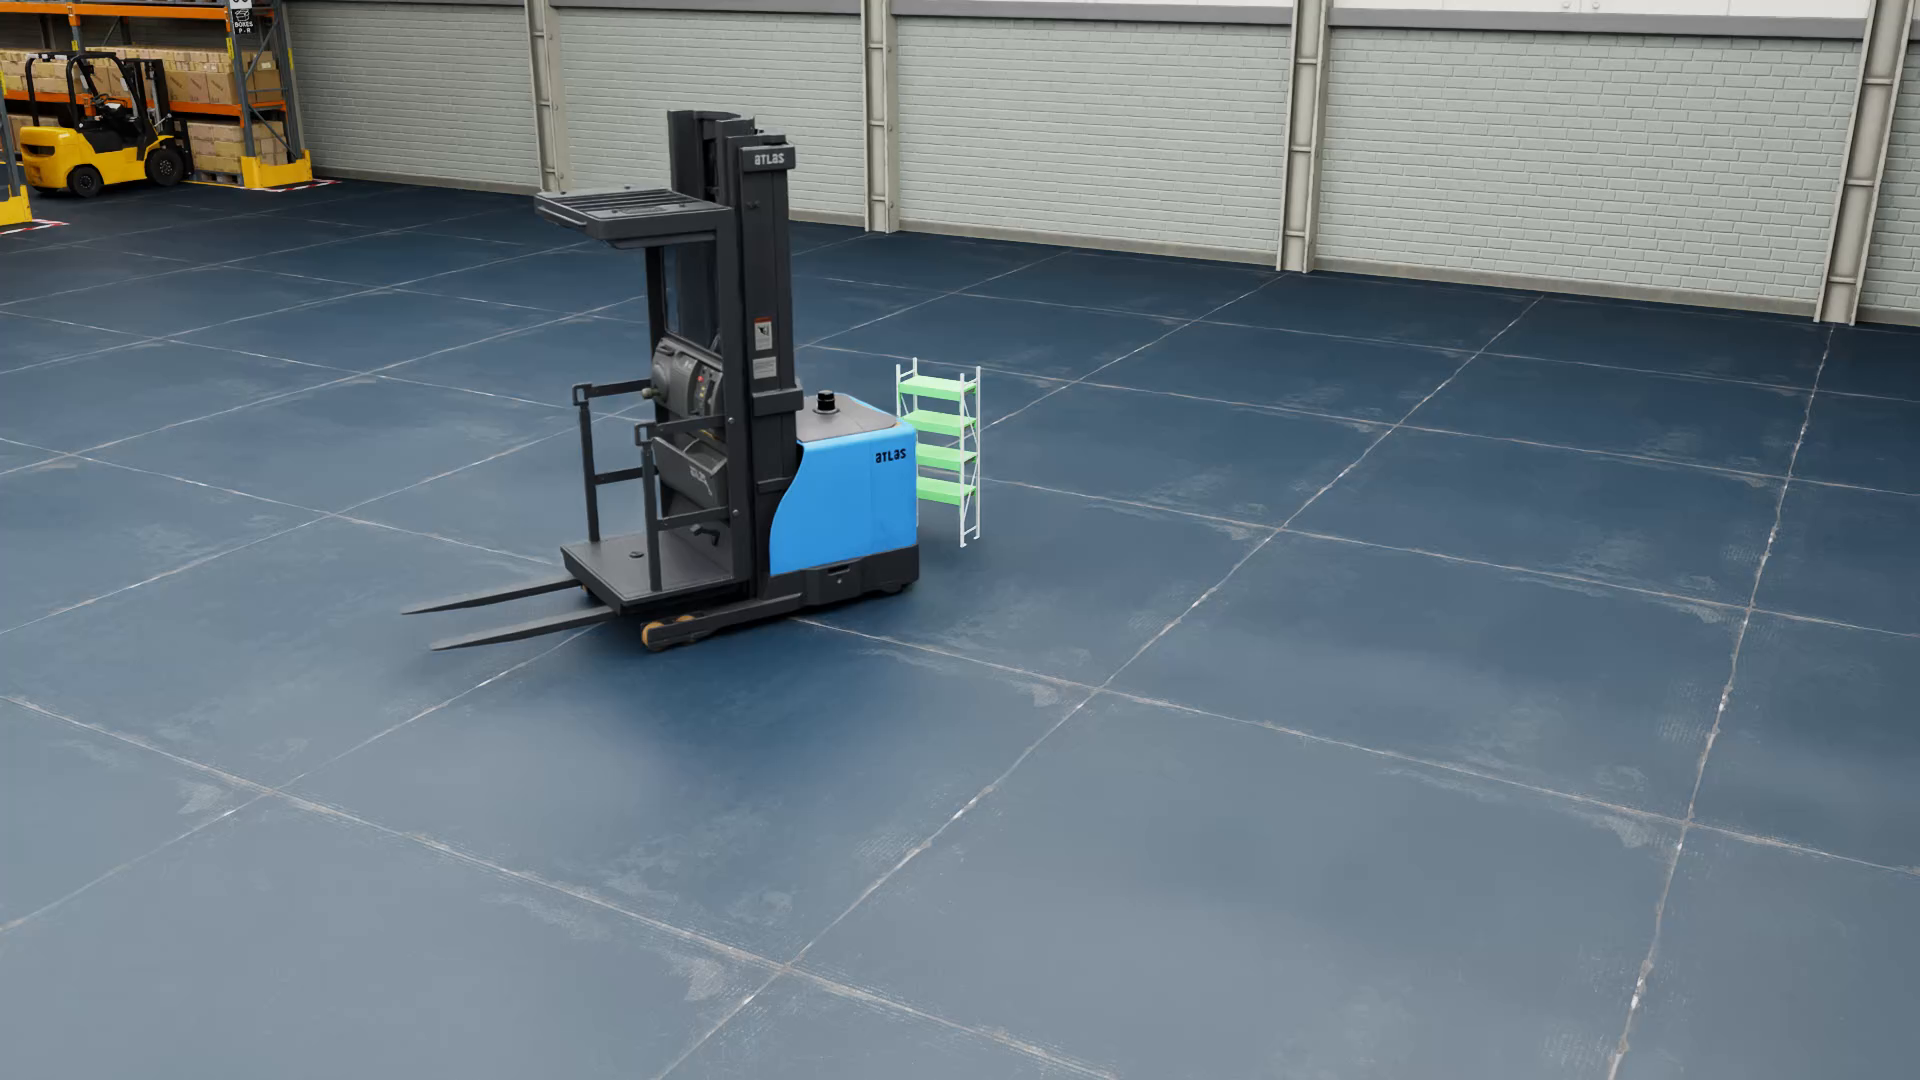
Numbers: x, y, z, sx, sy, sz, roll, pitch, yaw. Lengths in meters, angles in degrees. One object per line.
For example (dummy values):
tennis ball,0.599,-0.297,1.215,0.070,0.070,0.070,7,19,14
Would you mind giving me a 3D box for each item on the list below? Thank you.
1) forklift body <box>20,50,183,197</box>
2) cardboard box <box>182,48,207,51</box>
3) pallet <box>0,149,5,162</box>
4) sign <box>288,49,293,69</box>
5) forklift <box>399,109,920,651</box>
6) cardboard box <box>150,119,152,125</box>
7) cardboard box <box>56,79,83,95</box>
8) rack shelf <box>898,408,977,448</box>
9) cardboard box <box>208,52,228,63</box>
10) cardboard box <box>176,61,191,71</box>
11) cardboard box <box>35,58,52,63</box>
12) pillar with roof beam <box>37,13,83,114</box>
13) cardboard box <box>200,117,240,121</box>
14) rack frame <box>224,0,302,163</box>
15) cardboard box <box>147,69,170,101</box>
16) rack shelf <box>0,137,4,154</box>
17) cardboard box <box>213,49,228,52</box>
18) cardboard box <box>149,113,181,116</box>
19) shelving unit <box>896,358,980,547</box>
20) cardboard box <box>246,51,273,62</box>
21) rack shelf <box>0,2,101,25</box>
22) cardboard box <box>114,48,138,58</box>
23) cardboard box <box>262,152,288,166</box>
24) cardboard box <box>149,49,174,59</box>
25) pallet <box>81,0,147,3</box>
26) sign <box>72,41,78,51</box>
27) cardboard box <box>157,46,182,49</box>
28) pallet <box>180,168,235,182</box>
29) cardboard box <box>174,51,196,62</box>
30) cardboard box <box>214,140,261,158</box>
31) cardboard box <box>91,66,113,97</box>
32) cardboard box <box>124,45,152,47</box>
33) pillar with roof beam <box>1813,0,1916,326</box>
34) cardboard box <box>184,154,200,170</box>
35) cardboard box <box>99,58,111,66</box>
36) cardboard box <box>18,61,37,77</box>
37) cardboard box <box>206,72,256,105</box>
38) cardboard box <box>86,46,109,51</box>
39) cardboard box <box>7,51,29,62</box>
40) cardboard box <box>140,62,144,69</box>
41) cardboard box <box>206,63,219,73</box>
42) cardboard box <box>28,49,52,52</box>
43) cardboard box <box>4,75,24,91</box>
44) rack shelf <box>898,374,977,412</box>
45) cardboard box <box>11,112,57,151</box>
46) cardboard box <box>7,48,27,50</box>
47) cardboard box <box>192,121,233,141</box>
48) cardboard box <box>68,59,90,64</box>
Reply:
forklift body,-13.939,-6.742,26.798,1.214,2.155,2.313,11,23,27
cardboard box,-12.920,-8.246,28.165,0.250,0.149,0.380,11,23,28
pallet,-17.679,-7.240,31.015,1.213,0.211,1.003,11,23,27
sign,-11.118,-7.978,27.573,0.005,0.325,0.100,11,23,27
forklift,-1.777,-0.941,9.661,3.031,2.935,1.130,-12,23,-30
cardboard box,-13.735,-7.068,28.401,0.500,0.250,0.500,12,23,29
cardboard box,-15.454,-7.970,29.157,0.500,0.250,0.500,11,23,29
rack shelf,-0.145,-0.757,11.176,0.480,0.148,0.258,11,23,27
cardboard box,-12.040,-7.890,27.182,0.250,0.149,0.380,11,23,27
cardboard box,-12.735,-7.865,27.551,0.250,0.149,0.380,10,22,26
cardboard box,-16.009,-8.475,29.233,0.250,0.149,0.380,10,22,26
pillar with roof beam,-18.900,-10.290,26.535,0.400,9.000,9.100,11,23,27
cardboard box,-12.591,-7.049,28.348,0.500,0.250,0.500,11,22,27
rack frame,-11.394,-7.369,27.281,0.127,3.000,1.000,11,23,27
cardboard box,-13.292,-7.674,27.976,0.500,0.500,0.500,11,23,28
rack shelf,-15.558,-5.885,24.246,4.000,0.370,1.077,11,23,27
cardboard box,-12.241,-8.119,27.815,0.250,0.149,0.380,11,23,28
cardboard box,-13.913,-7.305,29.055,0.500,0.250,0.500,10,22,27
shelving unit,-0.145,-0.592,11.236,0.503,1.200,0.258,11,23,27
cardboard box,-11.583,-7.980,27.432,0.250,0.149,0.380,10,22,26
rack shelf,-16.632,-9.439,29.643,4.000,0.370,1.077,11,23,27
cardboard box,-14.079,-8.255,28.190,0.250,0.149,0.380,11,23,28
cardboard box,-11.728,-6.414,28.064,0.500,0.250,0.500,11,23,28
cardboard box,-13.363,-8.158,27.922,0.250,0.149,0.380,11,23,28
pallet,-14.129,-9.269,28.249,1.213,0.211,1.003,11,23,27
sign,-15.142,-8.378,28.482,0.005,0.325,0.100,11,23,27
cardboard box,-13.558,-8.397,28.580,0.250,0.149,0.380,10,22,26
pallet,-13.143,-6.376,28.633,1.213,0.211,1.003,11,23,27
cardboard box,-12.744,-7.999,27.483,0.250,0.149,0.380,11,23,29
cardboard box,-11.972,-6.497,27.560,0.500,0.250,0.500,10,22,27
cardboard box,-14.626,-7.930,28.681,0.500,0.500,0.500,10,22,26
cardboard box,-14.261,-8.509,28.889,0.250,0.149,0.380,10,22,26
pillar with roof beam,7.290,-5.301,12.781,0.400,9.000,9.100,11,23,27
cardboard box,-12.820,-6.429,28.107,0.500,0.250,0.500,11,23,28
cardboard box,-14.509,-8.212,28.508,0.250,0.149,0.380,11,23,29
cardboard box,-16.336,-8.375,29.540,0.500,0.250,0.500,11,23,28
cardboard box,-11.952,-7.420,27.274,0.500,0.500,0.500,10,22,26
cardboard box,-14.753,-8.385,28.547,0.250,0.149,0.380,11,23,28
cardboard box,-16.692,-8.602,29.581,0.250,0.149,0.380,10,22,26
cardboard box,-13.633,-8.034,28.015,0.250,0.149,0.380,10,22,26
cardboard box,-12.071,-7.729,27.176,0.250,0.149,0.380,11,23,28
cardboard box,-16.646,-8.808,30.150,0.250,0.149,0.380,12,23,29
cardboard box,-16.768,-8.227,29.866,0.500,0.250,0.500,12,23,29
rack shelf,-0.145,-0.983,11.095,0.480,0.148,0.258,11,23,27
cardboard box,-16.678,-7.455,30.384,0.625,0.625,0.875,10,22,25
cardboard box,-17.268,-8.966,30.586,0.250,0.149,0.380,10,22,26
cardboard box,-12.397,-6.811,27.693,0.500,0.250,0.500,11,23,28
cardboard box,-15.293,-8.377,28.962,0.250,0.149,0.380,12,23,29
